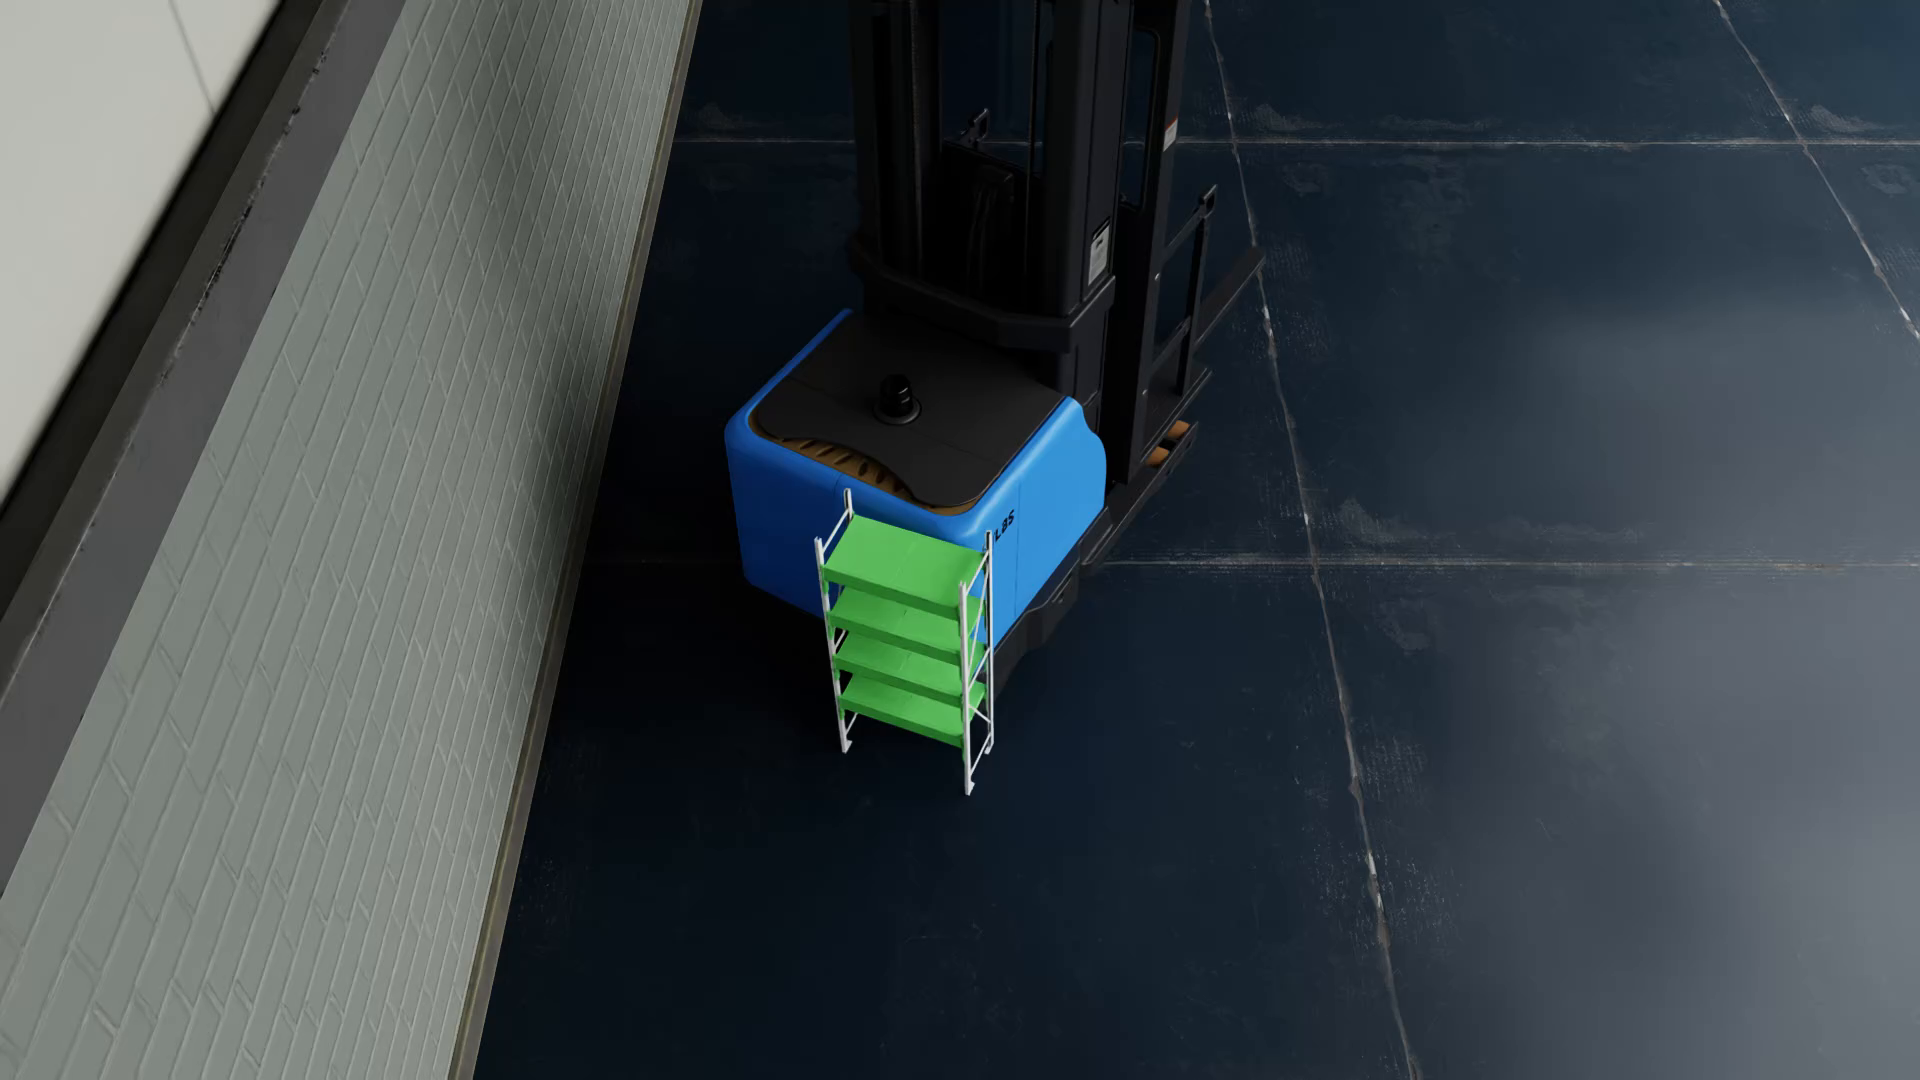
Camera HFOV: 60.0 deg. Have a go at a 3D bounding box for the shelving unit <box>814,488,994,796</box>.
[{"bbox_3d":[-0.167,0.375,5.653,0.503,1.200,0.258,17,52,15],"label":"shelving unit"}]

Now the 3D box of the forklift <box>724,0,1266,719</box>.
[{"bbox_3d":[0.363,-1.393,6.125,1.130,2.935,3.031,24,52,21],"label":"forklift"}]

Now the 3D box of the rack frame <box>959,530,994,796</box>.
[{"bbox_3d":[0.059,0.443,5.590,0.015,1.200,0.240,17,52,15],"label":"rack frame"}]

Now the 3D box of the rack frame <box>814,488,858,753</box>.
[{"bbox_3d":[-0.392,0.308,5.716,0.015,1.200,0.240,17,52,15],"label":"rack frame"}]

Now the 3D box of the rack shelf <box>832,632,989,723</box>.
[{"bbox_3d":[-0.165,0.417,5.702,0.480,0.148,0.258,17,52,15],"label":"rack shelf"}]

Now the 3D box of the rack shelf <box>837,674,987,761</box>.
[{"bbox_3d":[-0.161,0.572,5.885,0.480,0.148,0.258,17,52,15],"label":"rack shelf"}]

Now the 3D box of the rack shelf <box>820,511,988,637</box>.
[{"bbox_3d":[-0.175,0.106,5.336,0.480,0.148,0.258,17,52,15],"label":"rack shelf"}]

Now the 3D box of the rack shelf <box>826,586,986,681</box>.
[{"bbox_3d":[-0.170,0.261,5.519,0.480,0.148,0.258,17,52,15],"label":"rack shelf"}]
